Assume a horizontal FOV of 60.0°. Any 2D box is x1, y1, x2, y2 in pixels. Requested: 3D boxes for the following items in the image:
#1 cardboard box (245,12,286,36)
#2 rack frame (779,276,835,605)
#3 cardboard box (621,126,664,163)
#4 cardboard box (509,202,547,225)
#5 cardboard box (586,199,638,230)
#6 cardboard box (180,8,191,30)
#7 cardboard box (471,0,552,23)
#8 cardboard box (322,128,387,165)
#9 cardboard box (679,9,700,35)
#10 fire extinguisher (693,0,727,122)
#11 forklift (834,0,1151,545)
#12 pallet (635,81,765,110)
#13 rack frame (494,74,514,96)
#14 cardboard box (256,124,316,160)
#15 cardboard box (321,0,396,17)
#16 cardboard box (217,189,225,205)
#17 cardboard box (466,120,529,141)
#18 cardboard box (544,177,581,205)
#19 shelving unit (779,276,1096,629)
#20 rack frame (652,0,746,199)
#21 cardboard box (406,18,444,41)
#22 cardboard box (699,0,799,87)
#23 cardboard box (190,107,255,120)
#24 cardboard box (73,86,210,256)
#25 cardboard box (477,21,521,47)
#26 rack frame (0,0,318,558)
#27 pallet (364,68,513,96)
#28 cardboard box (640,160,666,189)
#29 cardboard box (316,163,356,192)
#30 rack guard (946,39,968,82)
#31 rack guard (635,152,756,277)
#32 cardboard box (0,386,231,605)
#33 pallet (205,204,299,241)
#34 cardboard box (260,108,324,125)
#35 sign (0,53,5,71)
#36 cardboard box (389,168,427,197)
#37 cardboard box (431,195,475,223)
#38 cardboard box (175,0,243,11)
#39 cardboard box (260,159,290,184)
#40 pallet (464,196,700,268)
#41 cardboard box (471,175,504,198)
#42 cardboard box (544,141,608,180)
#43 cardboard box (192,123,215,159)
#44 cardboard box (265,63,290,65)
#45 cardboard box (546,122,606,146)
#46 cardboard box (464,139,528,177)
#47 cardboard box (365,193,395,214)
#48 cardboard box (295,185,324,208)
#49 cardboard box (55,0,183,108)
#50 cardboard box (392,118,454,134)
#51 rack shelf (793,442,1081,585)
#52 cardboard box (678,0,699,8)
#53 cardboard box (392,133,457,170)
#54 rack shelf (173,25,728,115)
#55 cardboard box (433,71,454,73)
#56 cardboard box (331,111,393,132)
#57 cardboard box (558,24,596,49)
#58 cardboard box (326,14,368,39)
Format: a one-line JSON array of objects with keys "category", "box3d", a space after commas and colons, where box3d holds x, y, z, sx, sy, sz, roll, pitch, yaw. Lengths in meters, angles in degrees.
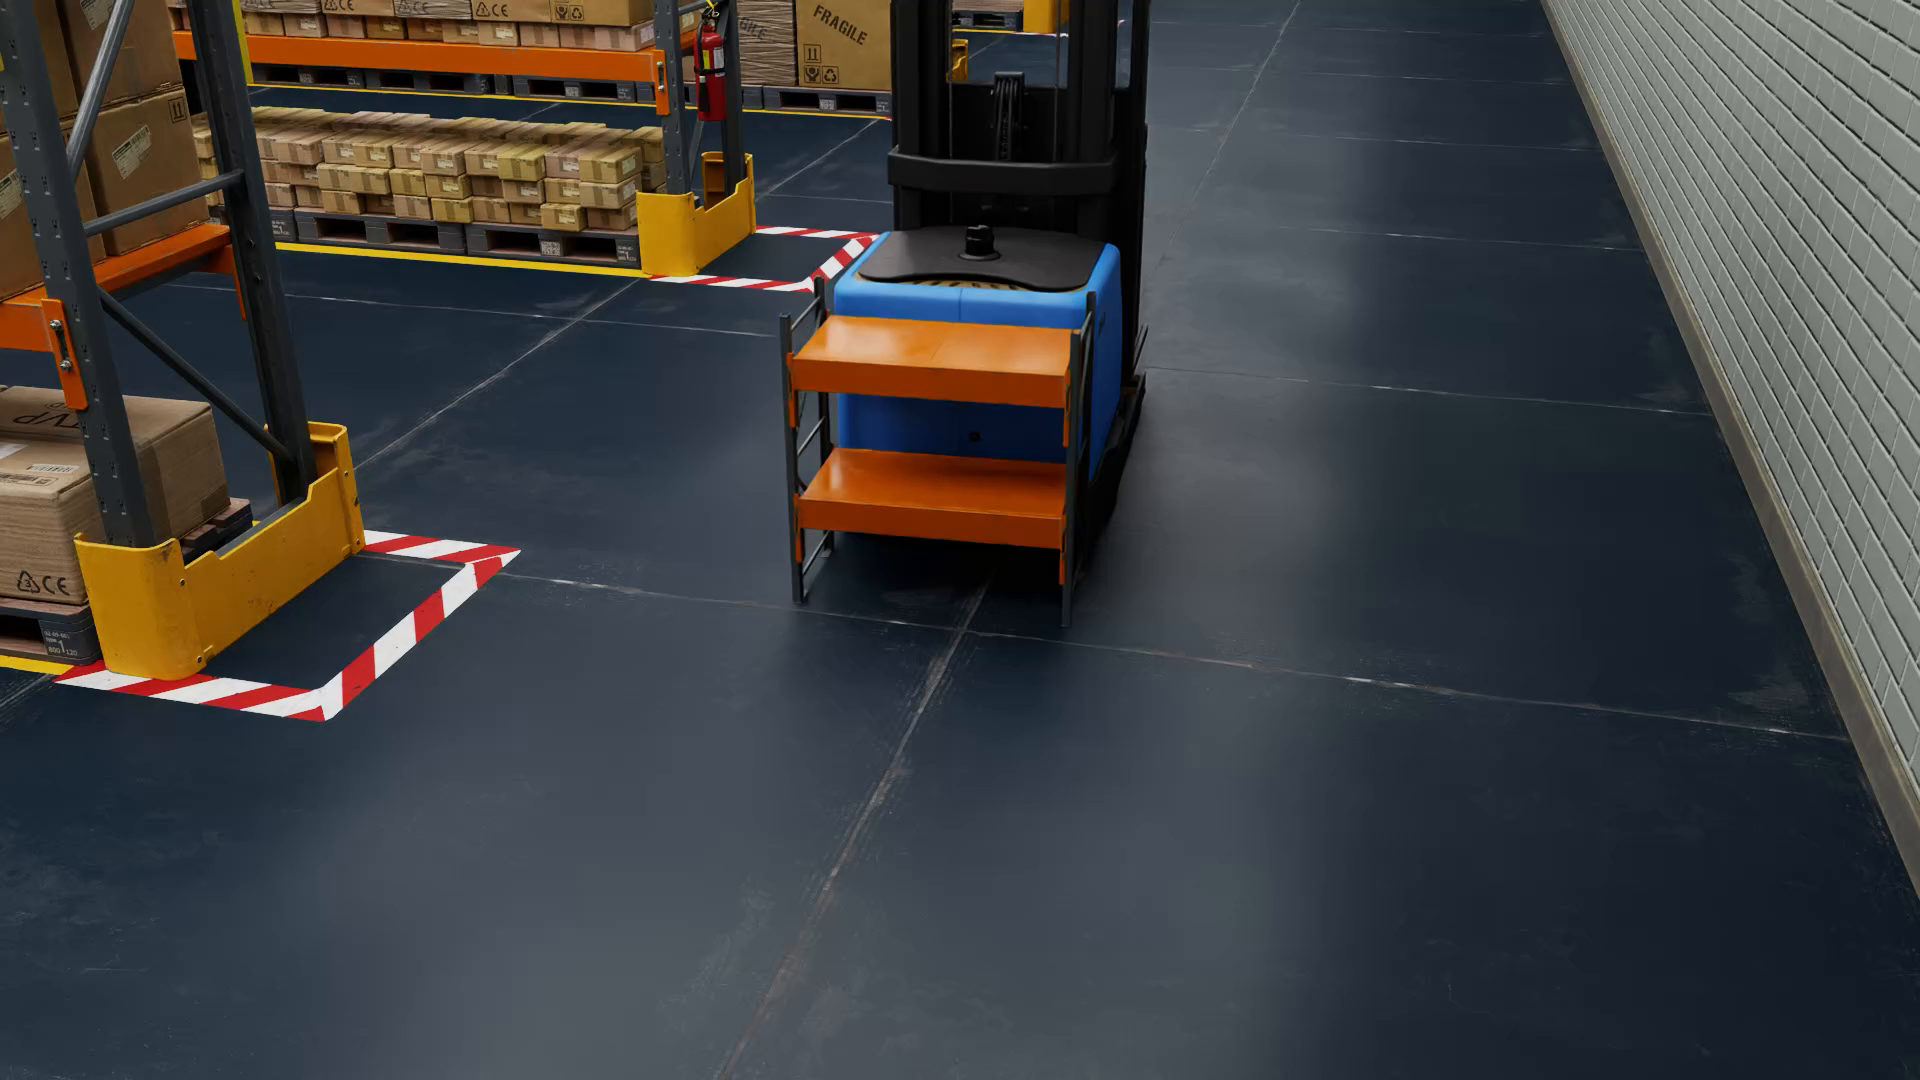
[{"category": "cardboard box", "box3d": [-4.231, -3.257, 10.394, 0.250, 0.149, 0.380, 7, 26, 14]}, {"category": "rack frame", "box3d": [-0.566, -0.372, 6.223, 0.032, 1.125, 0.500, 5, 26, 10]}, {"category": "cardboard box", "box3d": [-2.003, -2.566, 10.787, 0.250, 0.149, 0.380, 5, 26, 11]}, {"category": "cardboard box", "box3d": [-2.650, -2.119, 10.540, 0.250, 0.149, 0.380, 6, 26, 13]}, {"category": "cardboard box", "box3d": [-2.142, -2.070, 10.436, 0.250, 0.149, 0.380, 7, 26, 14]}, {"category": "cardboard box", "box3d": [-4.721, -3.343, 10.574, 0.250, 0.149, 0.380, 5, 26, 11]}, {"category": "cardboard box", "box3d": [-2.577, -3.376, 9.888, 0.500, 0.500, 0.500, 6, 26, 12]}, {"category": "cardboard box", "box3d": [-3.894, -2.539, 10.729, 0.250, 0.149, 0.380, 5, 26, 11]}, {"category": "cardboard box", "box3d": [-1.812, -3.256, 10.391, 0.250, 0.149, 0.380, 6, 26, 13]}, {"category": "fire extinguisher", "box3d": [-1.451, -2.776, 9.614, 0.183, 0.674, 0.296, 6, 26, 13]}, {"category": "forklift", "box3d": [0.297, -1.910, 7.353, 1.130, 2.935, 3.031, 5, 26, 10]}, {"category": "pallet", "box3d": [-2.218, -4.177, 15.279, 1.213, 0.211, 1.003, 6, 26, 13]}, {"category": "rack frame", "box3d": [-4.121, -5.680, 15.191, 0.127, 3.000, 1.000, 6, 26, 13]}, {"category": "cardboard box", "box3d": [-4.404, -2.595, 10.847, 0.250, 0.149, 0.380, 6, 26, 12]}, {"category": "cardboard box", "box3d": [-3.551, -3.484, 10.115, 0.500, 0.500, 0.500, 8, 27, 16]}, {"category": "cardboard box", "box3d": [-4.670, -2.322, 10.966, 0.250, 0.149, 0.380, 6, 26, 13]}, {"category": "cardboard box", "box3d": [-3.039, -2.652, 10.967, 0.250, 0.149, 0.380, 7, 26, 15]}, {"category": "cardboard box", "box3d": [-2.402, -2.223, 10.411, 0.250, 0.149, 0.380, 6, 26, 12]}, {"category": "shelving unit", "box3d": [-0.067, -0.331, 6.137, 1.048, 1.125, 0.538, 5, 26, 10]}, {"category": "rack frame", "box3d": [-1.580, -3.198, 9.978, 0.127, 3.000, 1.000, 6, 26, 13]}, {"category": "cardboard box", "box3d": [-3.192, -3.176, 10.224, 0.250, 0.149, 0.380, 5, 26, 11]}, {"category": "cardboard box", "box3d": [-1.768, -4.615, 14.937, 0.875, 0.875, 0.875, 6, 26, 13]}, {"category": "cardboard box", "box3d": [-5.044, -2.867, 11.419, 0.250, 0.149, 0.380, 7, 26, 14]}, {"category": "cardboard box", "box3d": [-3.108, -1.342, 5.964, 0.500, 0.500, 0.500, 6, 26, 13]}, {"category": "cardboard box", "box3d": [-2.697, -3.082, 10.027, 0.250, 0.149, 0.380, 7, 26, 14]}, {"category": "rack frame", "box3d": [-2.715, -1.126, 5.626, 0.127, 3.000, 1.000, 6, 26, 13]}, {"category": "pallet", "box3d": [-4.887, -4.472, 15.898, 1.213, 0.211, 1.003, 6, 26, 13]}, {"category": "cardboard box", "box3d": [-2.023, -2.398, 10.778, 0.250, 0.149, 0.380, 7, 26, 15]}, {"category": "cardboard box", "box3d": [-3.920, -2.367, 10.715, 0.250, 0.149, 0.380, 6, 26, 13]}, {"category": "rack guard", "box3d": [-0.223, -4.121, 14.824, 0.348, 0.500, 1.175, 6, 26, 13]}, {"category": "rack guard", "box3d": [-1.653, -2.077, 10.532, 0.348, 0.500, 1.175, 6, 26, 13]}, {"category": "cardboard box", "box3d": [-3.379, -0.188, 6.148, 0.875, 0.438, 0.875, 5, 26, 11]}, {"category": "pallet", "box3d": [-4.795, -2.310, 11.356, 1.213, 0.211, 1.003, 6, 26, 13]}, {"category": "cardboard box", "box3d": [-4.544, -2.833, 11.347, 0.250, 0.149, 0.380, 6, 26, 13]}, {"category": "sign", "box3d": [-2.863, -1.532, 4.855, 0.005, 0.325, 0.100, 6, 26, 13]}, {"category": "cardboard box", "box3d": [-3.414, -2.312, 10.600, 0.250, 0.149, 0.380, 8, 27, 16]}, {"category": "cardboard box", "box3d": [-3.155, -2.142, 10.587, 0.250, 0.149, 0.380, 5, 26, 11]}, {"category": "cardboard box", "box3d": [-4.556, -3.598, 10.355, 0.500, 0.500, 0.500, 6, 26, 13]}, {"category": "cardboard box", "box3d": [-4.409, -2.460, 10.909, 0.250, 0.149, 0.380, 5, 26, 10]}, {"category": "pallet", "box3d": [-2.431, -2.049, 10.808, 1.213, 0.211, 1.003, 6, 26, 13]}, {"category": "cardboard box", "box3d": [-2.900, -2.299, 10.571, 0.250, 0.149, 0.380, 6, 26, 12]}, {"category": "cardboard box", "box3d": [-2.385, -2.371, 10.376, 0.250, 0.149, 0.380, 7, 26, 14]}, {"category": "cardboard box", "box3d": [-4.920, -2.620, 10.899, 0.250, 0.149, 0.380, 8, 27, 16]}, {"category": "cardboard box", "box3d": [-6.470, -5.158, 16.077, 0.875, 0.875, 1.225, 6, 26, 13]}, {"category": "cardboard box", "box3d": [-2.512, -2.626, 10.913, 0.250, 0.149, 0.380, 6, 26, 13]}, {"category": "cardboard box", "box3d": [-2.902, -2.400, 10.437, 0.250, 0.149, 0.380, 5, 26, 11]}, {"category": "cardboard box", "box3d": [-3.641, -2.238, 10.788, 0.250, 0.149, 0.380, 7, 26, 14]}, {"category": "cardboard box", "box3d": [-4.142, -2.302, 10.923, 0.250, 0.149, 0.380, 5, 26, 11]}, {"category": "cardboard box", "box3d": [-3.109, -1.793, 5.747, 0.500, 0.500, 0.500, 6, 26, 12]}, {"category": "cardboard box", "box3d": [-3.550, -2.686, 11.039, 0.250, 0.149, 0.380, 6, 26, 13]}, {"category": "rack shelf", "box3d": [-0.067, -0.111, 6.243, 1.000, 0.278, 0.538, 5, 26, 10]}, {"category": "cardboard box", "box3d": [-1.946, -3.540, 10.235, 0.500, 0.500, 0.500, 8, 26, 15]}, {"category": "cardboard box", "box3d": [-3.404, -2.480, 10.605, 0.250, 0.149, 0.380, 5, 26, 11]}, {"category": "rack shelf", "box3d": [-3.517, -3.087, 10.582, 4.000, 0.370, 1.077, 6, 26, 13]}, {"category": "cardboard box", "box3d": [-4.745, -4.971, 15.684, 0.875, 0.875, 1.225, 6, 26, 13]}, {"category": "cardboard box", "box3d": [-4.027, -2.782, 11.240, 0.250, 0.149, 0.380, 5, 26, 10]}, {"category": "cardboard box", "box3d": [-2.198, -3.044, 9.946, 0.250, 0.149, 0.380, 6, 26, 13]}, {"category": "cardboard box", "box3d": [-3.702, -3.216, 10.308, 0.250, 0.149, 0.380, 7, 26, 15]}]
